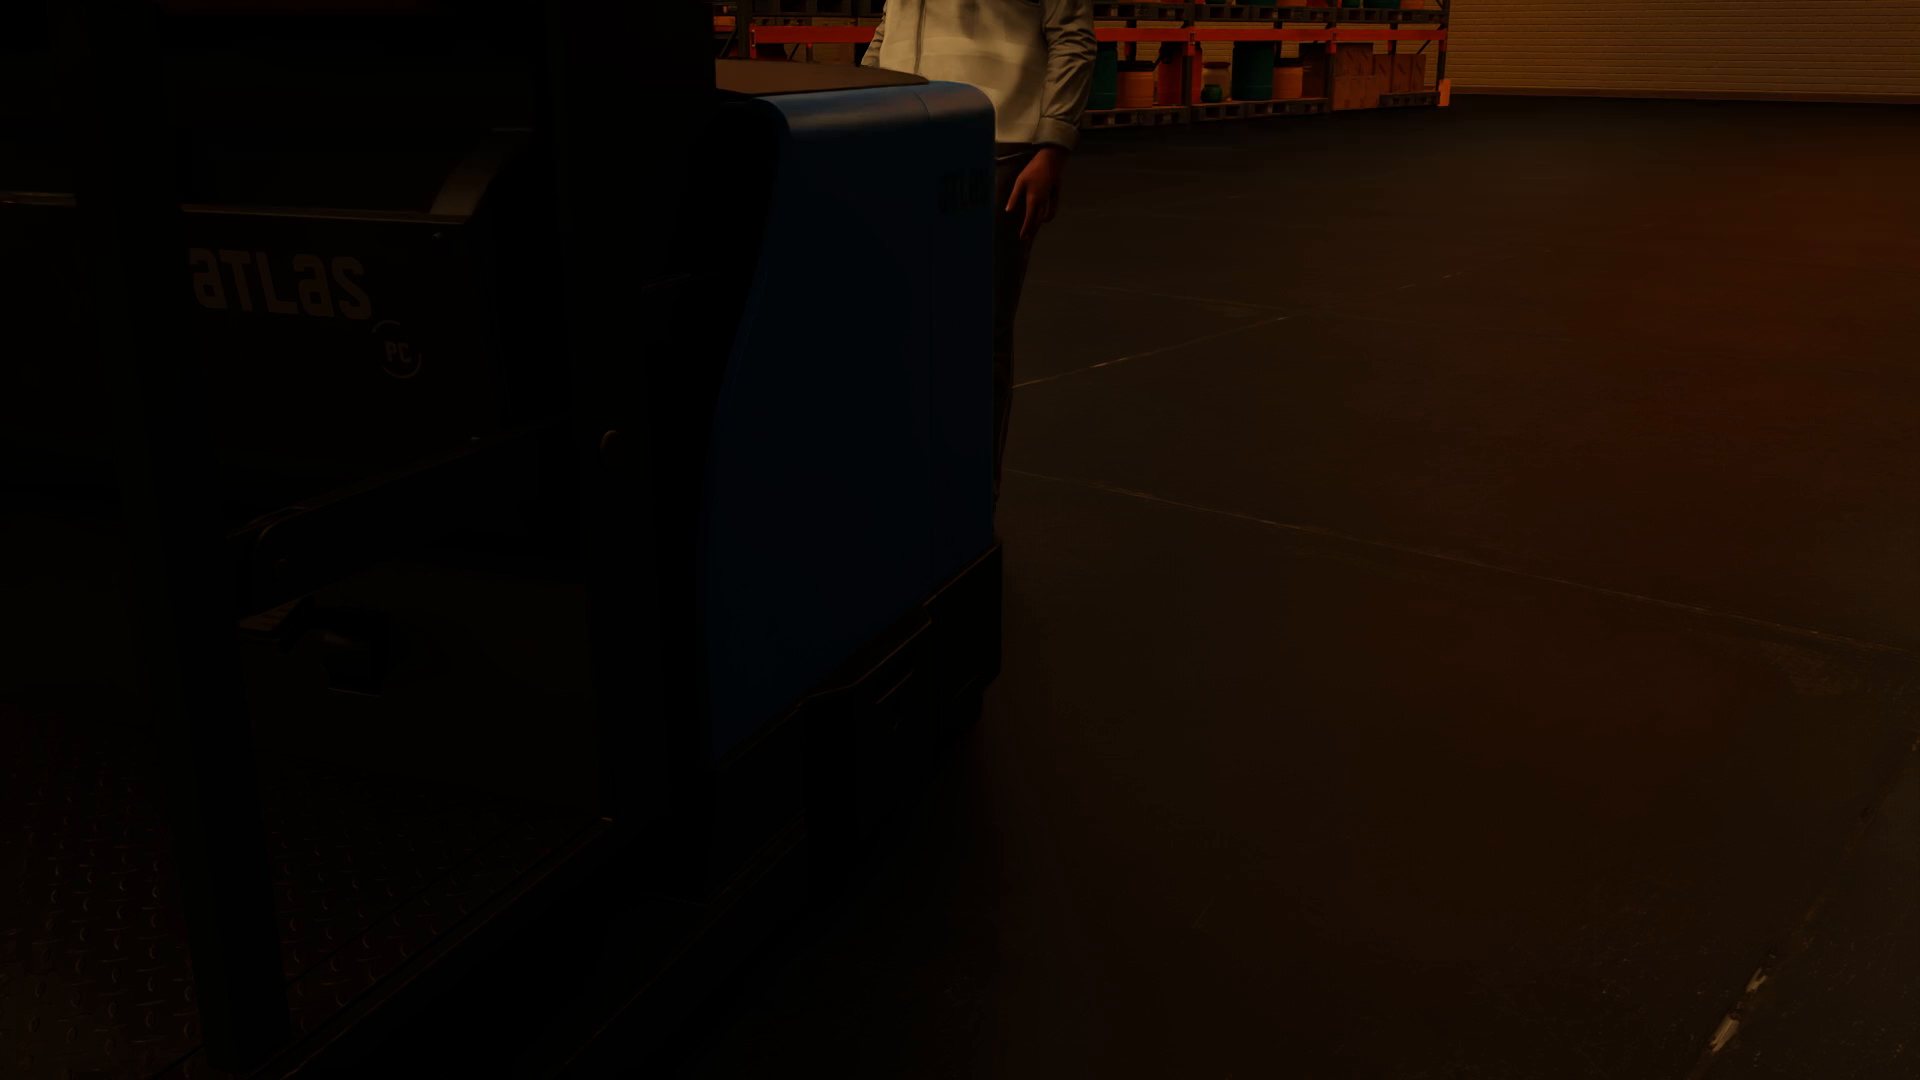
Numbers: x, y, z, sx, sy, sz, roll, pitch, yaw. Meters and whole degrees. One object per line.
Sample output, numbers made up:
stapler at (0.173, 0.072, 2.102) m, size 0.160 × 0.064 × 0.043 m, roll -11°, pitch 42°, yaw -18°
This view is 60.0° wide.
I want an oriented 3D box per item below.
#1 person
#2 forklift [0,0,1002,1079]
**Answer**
person at (-0.045, -0.844, 3.641) m, size 0.633 × 1.774 × 0.568 m, roll 13°, pitch 21°, yaw 37°
forklift at (-0.936, -0.768, 1.426) m, size 1.130 × 2.935 × 3.031 m, roll 6°, pitch 18°, yaw 20°
